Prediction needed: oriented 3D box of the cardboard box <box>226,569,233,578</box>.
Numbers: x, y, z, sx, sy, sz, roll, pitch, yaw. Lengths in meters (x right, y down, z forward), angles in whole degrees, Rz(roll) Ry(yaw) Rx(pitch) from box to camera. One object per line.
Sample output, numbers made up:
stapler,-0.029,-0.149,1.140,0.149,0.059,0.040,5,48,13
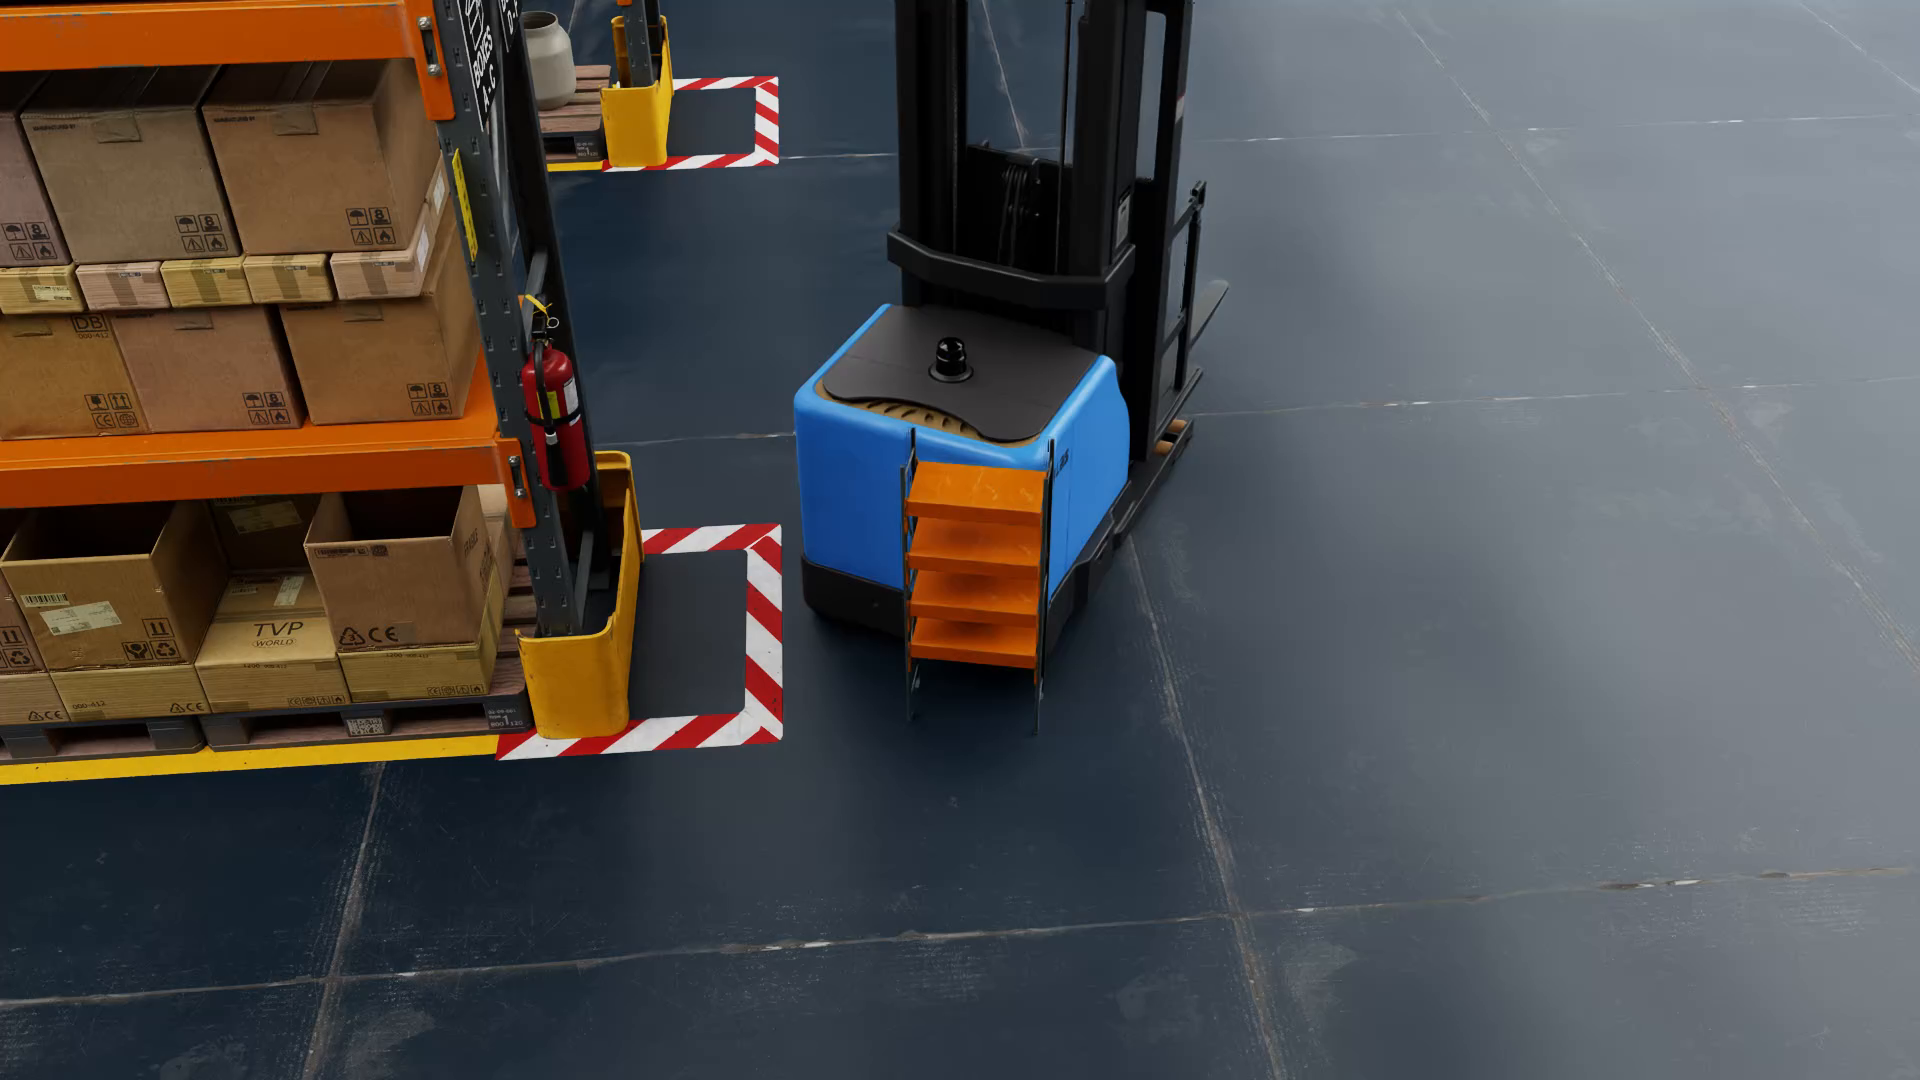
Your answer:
cardboard box,-3.061,0.076,6.612,0.500,0.250,0.500,-3,38,-4

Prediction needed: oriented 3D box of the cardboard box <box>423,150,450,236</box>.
cardboard box,-1.921,-1.193,5.735,0.250,0.149,0.380,-3,38,-4

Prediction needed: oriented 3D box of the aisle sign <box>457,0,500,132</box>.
aisle sign,-1.420,-1.630,4.796,0.004,0.787,0.394,-3,38,-4

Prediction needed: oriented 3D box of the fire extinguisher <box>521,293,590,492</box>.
fire extinguisher,-1.353,-0.477,5.495,0.183,0.674,0.296,-3,38,-4

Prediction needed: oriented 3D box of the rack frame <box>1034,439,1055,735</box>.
rack frame,0.304,0.194,6.036,0.015,1.200,0.240,5,39,6

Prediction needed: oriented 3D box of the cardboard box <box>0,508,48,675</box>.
cardboard box,-3.512,0.136,5.931,0.500,0.500,0.500,-3,38,-4

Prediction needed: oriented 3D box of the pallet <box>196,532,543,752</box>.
pallet,-2.270,0.375,6.604,1.213,0.211,1.003,-3,38,-4

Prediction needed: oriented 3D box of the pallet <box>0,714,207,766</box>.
pallet,-3.482,0.440,6.522,1.213,0.211,1.003,-3,38,-4

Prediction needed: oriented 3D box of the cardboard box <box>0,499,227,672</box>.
cardboard box,-3.014,0.110,5.965,0.500,0.500,0.500,-3,38,-4

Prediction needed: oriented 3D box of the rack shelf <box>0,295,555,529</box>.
rack shelf,-3.504,-0.395,5.910,4.000,0.370,1.077,-3,38,-4

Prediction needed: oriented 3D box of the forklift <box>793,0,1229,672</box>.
forklift,0.439,-1.546,6.843,1.130,2.935,3.031,16,41,19

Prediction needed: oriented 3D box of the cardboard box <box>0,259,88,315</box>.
cardboard box,-2.903,-0.886,5.347,0.250,0.149,0.380,-2,38,-3

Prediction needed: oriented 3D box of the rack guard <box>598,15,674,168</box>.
rack guard,-2.018,-2.829,10.432,0.348,0.500,1.175,-3,38,-4

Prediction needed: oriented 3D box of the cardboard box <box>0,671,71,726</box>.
cardboard box,-3.513,0.429,6.166,0.500,0.250,0.500,-3,38,-4

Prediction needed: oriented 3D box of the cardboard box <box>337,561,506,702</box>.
cardboard box,-2.020,0.339,6.279,0.500,0.250,0.500,-3,38,-4

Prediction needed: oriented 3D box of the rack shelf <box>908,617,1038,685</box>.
rack shelf,0.063,0.381,6.228,0.480,0.148,0.258,5,39,6

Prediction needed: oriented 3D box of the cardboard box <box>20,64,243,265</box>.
cardboard box,-2.554,-1.283,5.326,0.500,0.500,0.700,-4,38,-5

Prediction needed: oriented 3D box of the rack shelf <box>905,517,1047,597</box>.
rack shelf,0.063,0.049,5.966,0.480,0.148,0.258,5,39,6

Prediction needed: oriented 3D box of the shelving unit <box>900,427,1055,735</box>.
shelving unit,0.063,0.172,6.063,0.503,1.200,0.258,5,39,6

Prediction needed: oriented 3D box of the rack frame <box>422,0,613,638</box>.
rack frame,-1.512,-0.787,5.826,0.127,3.000,1.000,-3,38,-4

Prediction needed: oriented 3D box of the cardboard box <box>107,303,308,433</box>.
cardboard box,-2.500,-0.777,5.732,0.500,0.500,0.700,-2,38,-3

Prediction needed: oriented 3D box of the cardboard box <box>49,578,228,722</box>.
cardboard box,-3.014,0.402,6.199,0.500,0.250,0.500,-3,38,-4

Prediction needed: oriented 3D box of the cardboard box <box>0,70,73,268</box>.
cardboard box,-3.056,-1.255,5.291,0.500,0.500,0.700,-3,38,-4

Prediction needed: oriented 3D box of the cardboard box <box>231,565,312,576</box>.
cardboard box,-2.563,0.049,6.647,0.500,0.250,0.500,-3,38,-4

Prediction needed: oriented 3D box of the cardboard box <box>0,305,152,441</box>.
cardboard box,-2.995,-0.753,5.702,0.500,0.500,0.700,-3,38,-4

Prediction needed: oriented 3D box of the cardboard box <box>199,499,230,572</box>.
cardboard box,-3.060,-0.211,6.371,0.500,0.500,0.500,-3,38,-4

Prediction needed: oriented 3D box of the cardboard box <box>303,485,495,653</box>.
cardboard box,-2.019,0.046,6.046,0.500,0.500,0.500,-3,38,-4

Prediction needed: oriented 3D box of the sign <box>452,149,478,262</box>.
sign,-1.477,-0.999,4.969,0.005,0.325,0.100,-3,38,-4

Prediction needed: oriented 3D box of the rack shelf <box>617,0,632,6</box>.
rack shelf,-3.939,-3.452,9.784,4.000,0.370,1.077,-3,38,-4

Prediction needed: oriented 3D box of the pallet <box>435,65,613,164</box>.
pallet,-2.828,-2.674,10.469,1.213,0.211,1.003,-3,38,-4

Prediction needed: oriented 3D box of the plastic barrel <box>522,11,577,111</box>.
plastic barrel,-2.595,-2.949,10.235,0.421,0.512,0.421,0,38,0

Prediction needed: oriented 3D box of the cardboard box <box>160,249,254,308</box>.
cardboard box,-2.391,-0.913,5.382,0.250,0.149,0.380,-4,38,-5

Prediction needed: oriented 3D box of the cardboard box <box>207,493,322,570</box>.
cardboard box,-2.563,-0.246,6.416,0.500,0.500,0.500,-3,38,-4

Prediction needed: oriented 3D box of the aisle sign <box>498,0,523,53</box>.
aisle sign,-1.473,-2.000,5.265,0.004,0.787,0.394,-3,38,-4

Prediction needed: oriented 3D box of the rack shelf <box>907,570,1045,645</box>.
rack shelf,0.063,0.225,6.105,0.480,0.148,0.258,5,39,6

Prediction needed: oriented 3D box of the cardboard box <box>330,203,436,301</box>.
cardboard box,-1.875,-0.943,5.419,0.250,0.149,0.380,-4,38,-5

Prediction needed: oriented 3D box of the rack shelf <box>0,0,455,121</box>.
rack shelf,-3.504,-1.573,4.981,4.000,0.370,1.077,-3,38,-4

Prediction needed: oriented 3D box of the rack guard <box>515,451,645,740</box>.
rack guard,-1.488,0.193,6.602,0.348,0.500,1.175,-3,38,-4

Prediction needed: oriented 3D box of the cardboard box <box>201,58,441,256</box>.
cardboard box,-2.030,-1.315,5.367,0.500,0.500,0.700,-3,38,-4

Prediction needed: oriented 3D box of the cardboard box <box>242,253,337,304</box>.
cardboard box,-2.136,-0.927,5.399,0.250,0.149,0.380,-2,38,-3

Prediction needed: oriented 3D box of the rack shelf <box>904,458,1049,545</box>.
rack shelf,0.063,-0.136,5.820,0.480,0.148,0.258,5,39,6

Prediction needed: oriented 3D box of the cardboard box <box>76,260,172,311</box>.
cardboard box,-2.641,-0.901,5.366,0.250,0.149,0.380,-3,38,-3

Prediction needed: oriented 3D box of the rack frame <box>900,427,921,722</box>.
rack frame,-0.179,0.150,6.091,0.015,1.200,0.240,5,39,6

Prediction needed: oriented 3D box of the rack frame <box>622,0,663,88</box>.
rack frame,-1.947,-3.844,9.700,0.127,3.000,1.000,-3,38,-4

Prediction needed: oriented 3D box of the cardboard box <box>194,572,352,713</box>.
cardboard box,-2.516,0.374,6.235,0.500,0.250,0.500,-3,38,-4

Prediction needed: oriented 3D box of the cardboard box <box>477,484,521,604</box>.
cardboard box,-2.065,0.019,6.684,0.500,0.250,0.500,-3,38,-4

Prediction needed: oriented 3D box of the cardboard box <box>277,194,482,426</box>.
cardboard box,-1.978,-0.809,5.773,0.500,0.500,0.700,-3,38,-4
